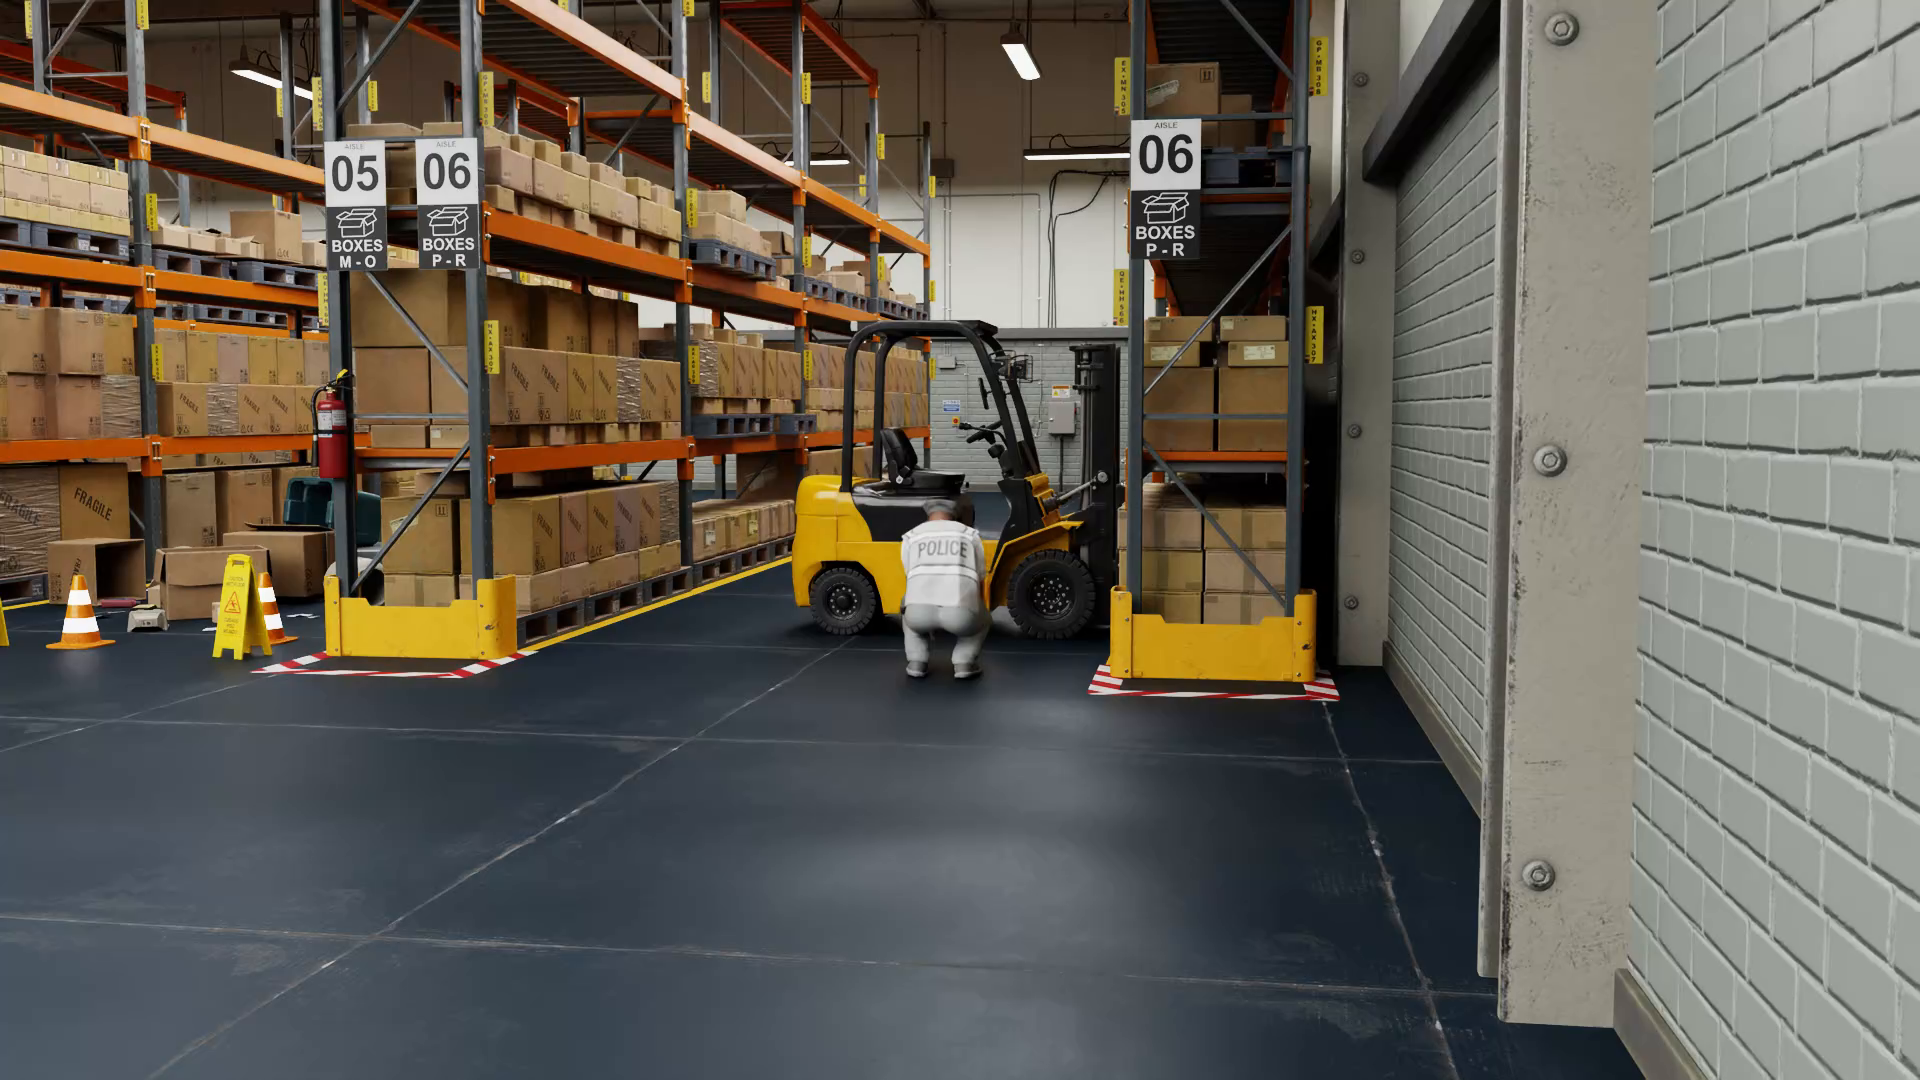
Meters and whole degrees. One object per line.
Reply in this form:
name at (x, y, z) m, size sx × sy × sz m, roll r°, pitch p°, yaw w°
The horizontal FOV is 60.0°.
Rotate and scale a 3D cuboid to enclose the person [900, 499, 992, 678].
person at (-0.091, 0.281, 9.823) m, size 0.543 × 1.020 × 0.913 m, roll 1°, pitch 4°, yaw 8°
